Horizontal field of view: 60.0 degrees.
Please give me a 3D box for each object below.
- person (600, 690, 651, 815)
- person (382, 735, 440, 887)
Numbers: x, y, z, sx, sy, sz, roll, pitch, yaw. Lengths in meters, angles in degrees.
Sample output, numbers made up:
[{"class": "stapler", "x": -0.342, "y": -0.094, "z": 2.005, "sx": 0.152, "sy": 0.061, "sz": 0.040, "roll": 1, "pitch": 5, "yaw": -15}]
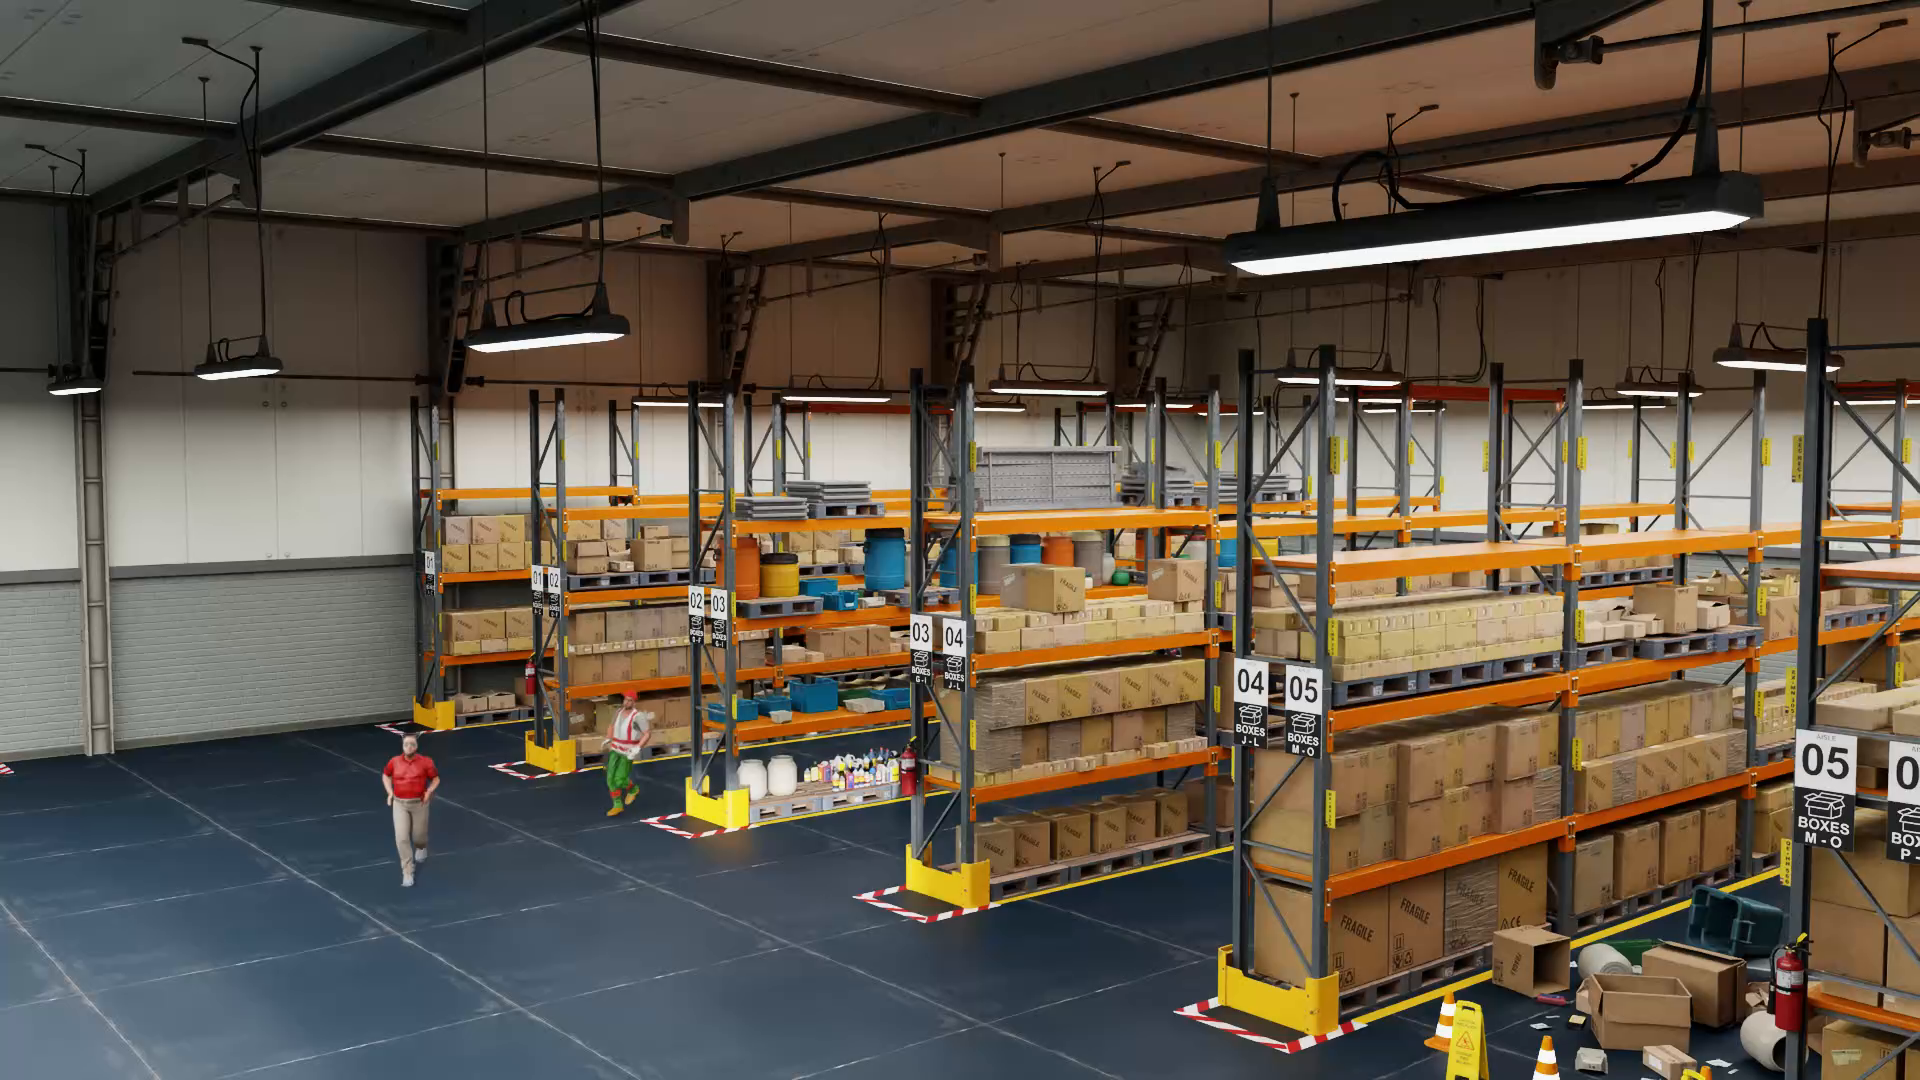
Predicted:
[{"class": "person", "x": -4.615, "y": 2.940, "z": 23.114, "sx": 0.718, "sy": 1.739, "sz": 0.564, "roll": 2, "pitch": 4, "yaw": 27}, {"class": "person", "x": -6.508, "y": 3.165, "z": 19.704, "sx": 0.663, "sy": 1.724, "sz": 0.857, "roll": -1, "pitch": 3, "yaw": -13}]
